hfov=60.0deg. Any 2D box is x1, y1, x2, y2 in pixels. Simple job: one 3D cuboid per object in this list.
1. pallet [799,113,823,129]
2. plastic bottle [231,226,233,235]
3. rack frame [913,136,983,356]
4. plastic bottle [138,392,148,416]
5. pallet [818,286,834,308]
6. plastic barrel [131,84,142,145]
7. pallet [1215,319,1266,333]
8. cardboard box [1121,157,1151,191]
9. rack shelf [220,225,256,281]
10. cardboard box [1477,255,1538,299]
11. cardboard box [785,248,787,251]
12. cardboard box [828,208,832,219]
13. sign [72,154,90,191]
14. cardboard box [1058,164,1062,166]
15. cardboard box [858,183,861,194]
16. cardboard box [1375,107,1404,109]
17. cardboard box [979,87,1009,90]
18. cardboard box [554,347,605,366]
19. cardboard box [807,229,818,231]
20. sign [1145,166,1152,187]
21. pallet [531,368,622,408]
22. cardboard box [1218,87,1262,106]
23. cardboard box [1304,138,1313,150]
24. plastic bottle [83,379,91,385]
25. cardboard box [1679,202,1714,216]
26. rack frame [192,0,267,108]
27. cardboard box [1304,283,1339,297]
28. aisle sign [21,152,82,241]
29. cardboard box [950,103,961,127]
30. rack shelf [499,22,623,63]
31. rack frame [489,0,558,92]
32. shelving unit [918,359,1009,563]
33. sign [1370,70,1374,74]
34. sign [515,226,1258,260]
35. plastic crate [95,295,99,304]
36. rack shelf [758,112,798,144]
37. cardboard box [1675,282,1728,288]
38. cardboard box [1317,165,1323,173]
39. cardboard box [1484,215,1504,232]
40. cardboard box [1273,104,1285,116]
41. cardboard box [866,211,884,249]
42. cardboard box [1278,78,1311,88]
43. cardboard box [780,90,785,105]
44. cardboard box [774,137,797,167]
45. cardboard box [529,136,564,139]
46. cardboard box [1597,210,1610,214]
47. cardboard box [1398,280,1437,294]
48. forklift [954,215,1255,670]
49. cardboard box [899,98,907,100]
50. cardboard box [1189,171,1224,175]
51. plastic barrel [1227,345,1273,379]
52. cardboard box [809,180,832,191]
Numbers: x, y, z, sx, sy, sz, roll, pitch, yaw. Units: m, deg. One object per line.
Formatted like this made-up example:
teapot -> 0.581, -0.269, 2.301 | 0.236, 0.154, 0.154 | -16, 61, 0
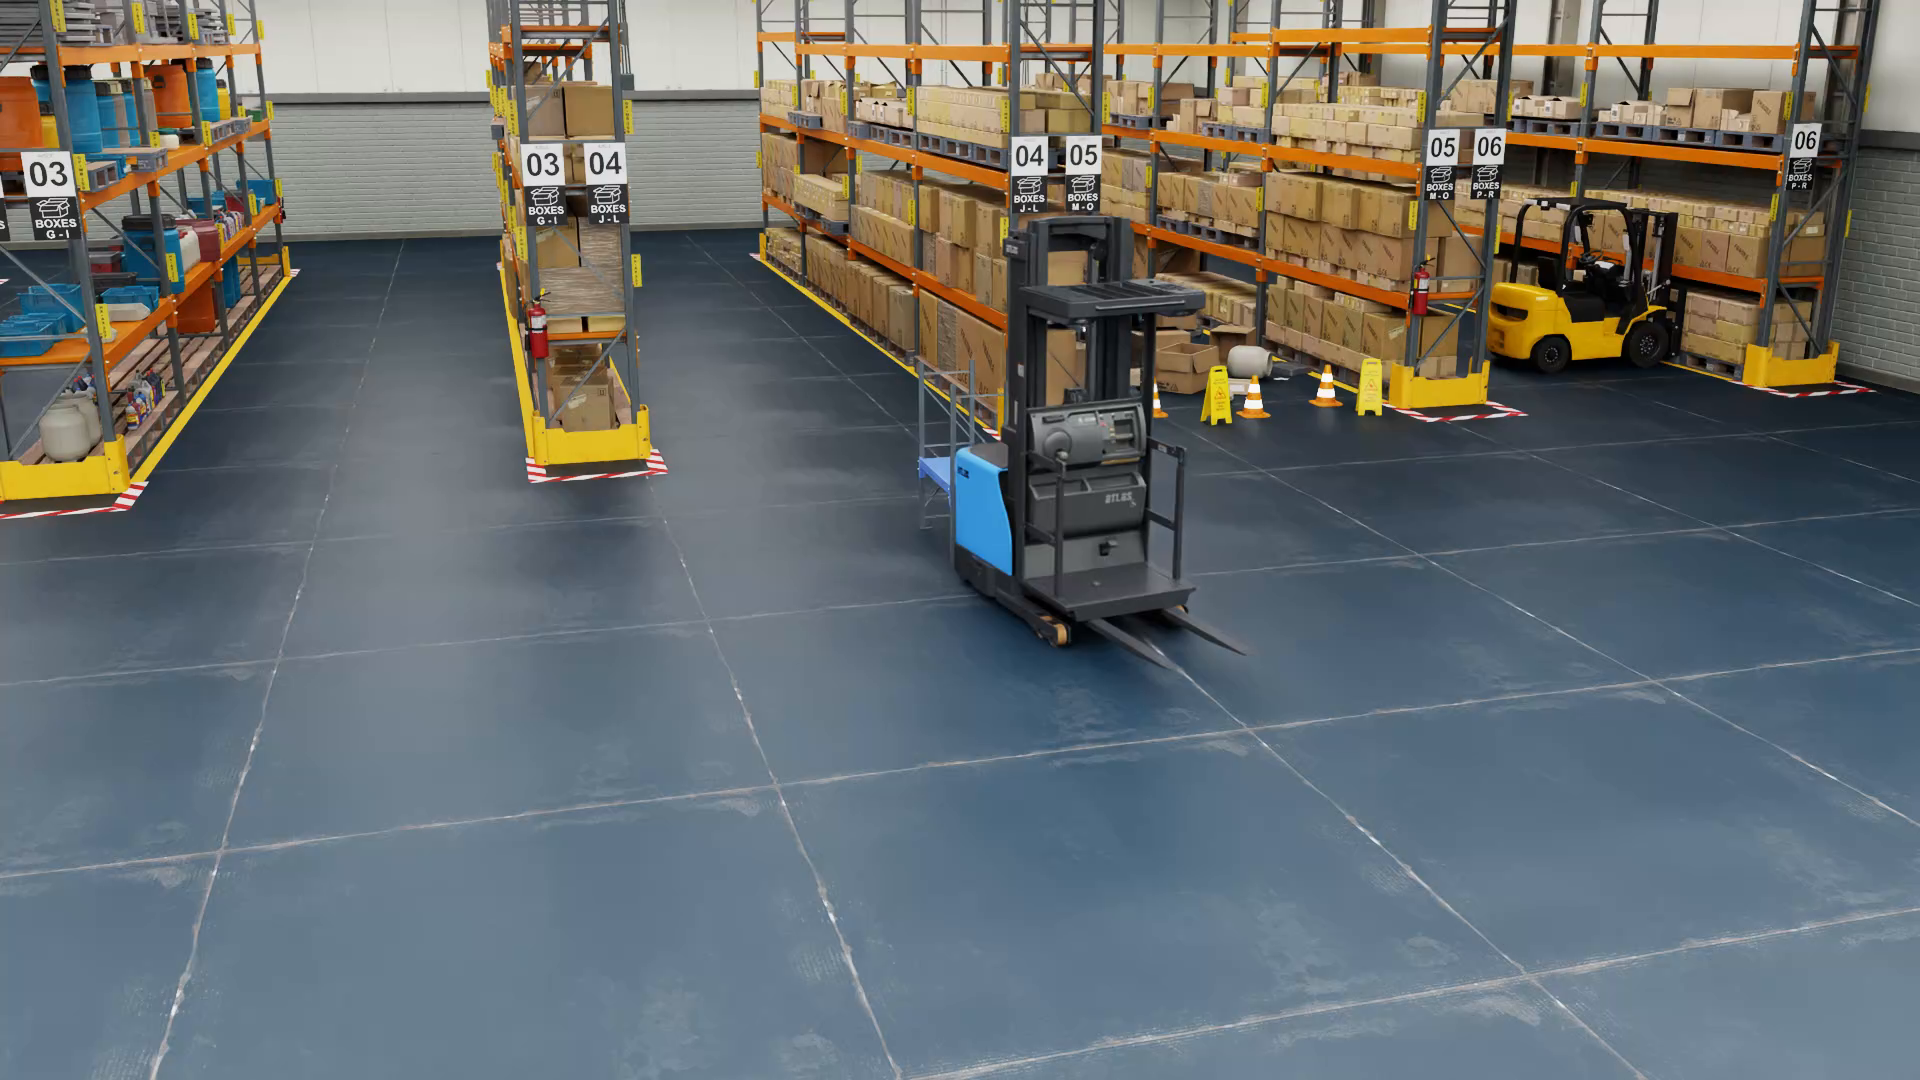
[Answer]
pallet -> -1.942, -6.831, 27.093 | 1.213, 0.211, 1.003 | -5, 17, -15
plastic bottle -> -11.103, -4.709, 25.259 | 0.097, 0.201, 0.097 | 0, 17, 0
rack frame -> -0.099, -3.738, 21.681 | 1.000, 3.000, 0.127 | -5, 17, -15
plastic bottle -> -8.934, -1.484, 18.157 | 0.097, 0.271, 0.097 | 0, 17, 0
pallet -> -1.743, -4.062, 27.607 | 1.003, 0.211, 1.213 | -5, 17, -15
plastic barrel -> -10.560, -5.305, 20.940 | 0.600, 0.830, 0.708 | -5, 17, -15
pallet -> 4.418, -3.037, 24.195 | 1.003, 0.211, 1.213 | -5, 17, -15
cardboard box -> 2.991, -6.054, 27.480 | 0.500, 0.500, 0.500 | -4, 17, -14
rack shelf -> -11.307, -4.297, 24.794 | 1.077, 0.370, 4.000 | -5, 17, -15
cardboard box -> 8.836, -4.181, 26.554 | 0.875, 0.625, 0.625 | -5, 18, -18
cardboard box -> -3.081, -5.512, 31.296 | 0.380, 0.149, 0.250 | -4, 17, -12
cardboard box -> -1.842, -5.094, 25.903 | 0.380, 0.149, 0.250 | -5, 17, -15
sign -> -8.028, -3.359, 15.190 | 0.100, 0.325, 0.005 | -5, 17, -15
cardboard box -> 2.039, -7.005, 30.648 | 0.500, 0.500, 0.500 | -5, 17, -16
cardboard box -> -1.427, -5.643, 26.698 | 0.380, 0.149, 0.250 | -4, 17, -13
cardboard box -> 5.448, -5.364, 20.930 | 0.380, 0.149, 0.250 | -4, 17, -15
cardboard box -> 0.446, -5.470, 20.380 | 0.380, 0.149, 0.250 | -5, 17, -15
cardboard box -> -4.413, -1.940, 19.313 | 0.500, 0.500, 0.500 | -6, 18, -20
cardboard box -> -2.800, -5.916, 32.123 | 0.380, 0.149, 0.250 | -5, 17, -16
sign -> 3.001, -5.773, 26.445 | 0.100, 0.325, 0.005 | -5, 17, -15
pallet -> -4.677, -1.855, 20.261 | 1.003, 0.211, 1.213 | -5, 17, -15
cardboard box -> 4.050, -6.393, 23.969 | 0.500, 0.250, 0.500 | -4, 17, -14
cardboard box -> 4.706, -5.159, 21.634 | 0.380, 0.149, 0.250 | -4, 17, -14
plastic bottle -> -9.876, -1.678, 18.795 | 0.152, 0.276, 0.135 | -4, 17, -13
cardboard box -> 9.756, -4.373, 21.977 | 0.380, 0.149, 0.250 | -4, 17, -14
rack frame -> -12.955, -9.174, 29.353 | 1.000, 3.000, 0.127 | -5, 17, -15
cardboard box -> 4.732, -3.271, 21.746 | 0.380, 0.149, 0.250 | -4, 17, -12
aisle sign -> -8.257, -3.124, 15.119 | 0.394, 0.787, 0.004 | -5, 17, -15
cardboard box -> 0.186, -4.918, 19.235 | 0.500, 0.250, 0.500 | -5, 17, -15
rack shelf -> -4.346, -5.347, 17.868 | 1.077, 0.370, 4.000 | -5, 17, -15
rack frame -> -7.094, -8.460, 26.973 | 1.000, 3.000, 0.127 | -5, 17, -15
shelving unit -> 0.023, -0.695, 14.158 | 0.538, 1.500, 1.048 | -5, 17, -15
sign -> 7.739, -8.681, 31.341 | 0.100, 0.325, 0.005 | -5, 17, -15
sign -> -0.190, -4.059, 21.625 | 10.974, 1.152, 7.887 | -5, 17, -15
plastic crate -> -9.556, -2.483, 17.872 | 0.450, 0.188, 0.662 | -5, 17, -15
rack shelf -> -2.847, -7.596, 30.562 | 1.077, 0.370, 4.000 | -5, 17, -15
cardboard box -> 10.152, -3.375, 22.784 | 0.500, 0.250, 0.500 | -5, 17, -16
cardboard box -> 7.124, -6.861, 31.175 | 0.700, 0.500, 0.500 | -4, 17, -14
cardboard box -> 8.615, -5.018, 26.204 | 0.500, 0.250, 0.500 | -4, 17, -13
cardboard box -> 4.406, -5.742, 22.191 | 0.380, 0.149, 0.250 | -5, 17, -16
cardboard box -> -1.054, -4.467, 23.934 | 0.500, 0.500, 0.500 | -5, 17, -15
cardboard box -> 6.557, -8.911, 32.565 | 0.500, 0.250, 0.500 | -4, 17, -14
cardboard box -> -2.948, -7.951, 29.885 | 0.500, 0.250, 0.500 | -4, 17, -13
cardboard box -> -3.119, -7.156, 30.631 | 0.500, 0.500, 0.500 | -5, 18, -17
cardboard box -> -4.352, -4.169, 17.471 | 0.380, 0.149, 0.250 | -4, 17, -15
cardboard box -> 9.312, -4.729, 23.679 | 0.380, 0.149, 0.250 | -4, 17, -14
cardboard box -> 5.424, -3.017, 19.718 | 0.380, 0.149, 0.250 | -4, 17, -13
forklift -> 4.375, -3.566, 21.228 | 15.389, 2.935, 17.733 | -8, 18, -24
cardboard box -> -0.622, -6.222, 23.988 | 0.500, 0.311, 0.500 | -5, 17, -15
cardboard box -> 3.926, -5.551, 26.298 | 0.500, 0.500, 0.500 | -5, 17, -17
plastic barrel -> 3.709, -2.268, 21.268 | 0.512, 0.421, 0.421 | 7, 18, 23
cardboard box -> -2.275, -5.813, 27.264 | 0.380, 0.149, 0.250 | -4, 17, -13
